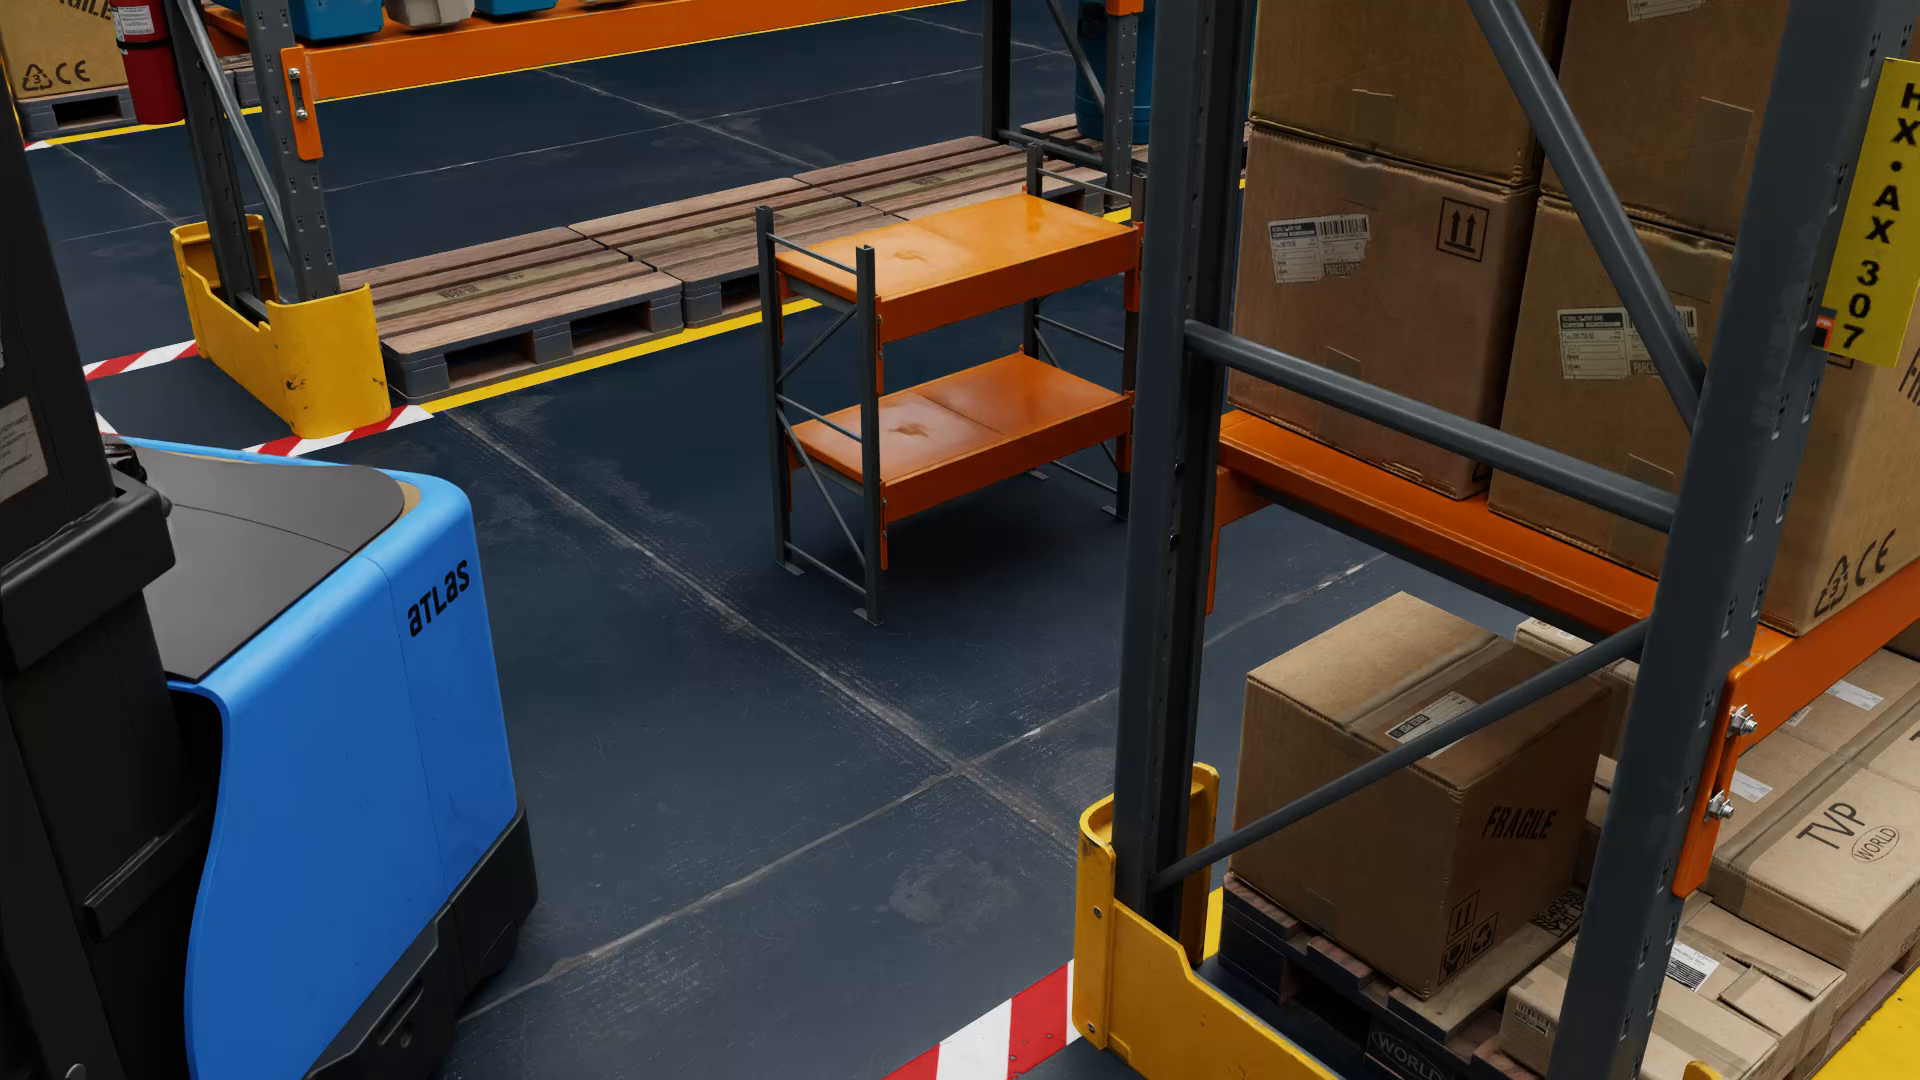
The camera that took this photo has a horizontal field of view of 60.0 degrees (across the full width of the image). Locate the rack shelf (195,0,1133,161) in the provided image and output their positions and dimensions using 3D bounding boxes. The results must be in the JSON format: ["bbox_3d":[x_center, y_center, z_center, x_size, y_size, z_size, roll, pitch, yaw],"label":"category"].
[{"bbox_3d":[-1.036,-2.236,7.014,4.000,0.370,1.077,-22,35,-35],"label":"rack shelf"}]

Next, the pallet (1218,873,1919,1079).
[{"bbox_3d":[1.318,0.799,3.532,1.213,0.211,1.003,-22,35,-35],"label":"pallet"}]

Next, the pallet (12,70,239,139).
[{"bbox_3d":[-5.215,-2.760,10.190,1.213,0.211,1.003,-22,35,-35],"label":"pallet"}]

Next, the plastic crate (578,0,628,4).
[{"bbox_3d":[-1.342,-2.085,6.185,0.298,0.136,0.250,-22,35,-35],"label":"plastic crate"}]

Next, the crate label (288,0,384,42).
[{"bbox_3d":[-2.156,-1.851,5.646,0.303,0.233,0.416,-22,35,-35],"label":"crate label"}]

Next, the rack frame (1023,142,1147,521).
[{"bbox_3d":[0.382,-0.650,5.272,0.032,1.125,0.500,-22,35,-35],"label":"rack frame"}]

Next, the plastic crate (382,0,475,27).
[{"bbox_3d":[-1.859,-1.877,5.796,0.298,0.136,0.250,-22,35,-35],"label":"plastic crate"}]

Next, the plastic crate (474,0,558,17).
[{"bbox_3d":[-1.655,-2.053,6.022,0.300,0.233,0.416,-22,35,-35],"label":"plastic crate"}]

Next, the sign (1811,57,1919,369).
[{"bbox_3d":[1.007,-0.351,1.806,0.005,0.325,0.100,-22,35,-35],"label":"sign"}]

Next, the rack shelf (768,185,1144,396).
[{"bbox_3d":[-0.005,-0.752,4.843,1.000,0.278,0.538,-22,35,-35],"label":"rack shelf"}]

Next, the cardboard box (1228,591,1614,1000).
[{"bbox_3d":[0.908,0.490,3.336,0.500,0.500,0.500,-22,35,-35],"label":"cardboard box"}]

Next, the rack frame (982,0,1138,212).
[{"bbox_3d":[0.485,-3.165,7.990,0.127,3.000,1.000,-22,35,-35],"label":"rack frame"}]

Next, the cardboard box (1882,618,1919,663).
[{"bbox_3d":[2.271,0.096,4.070,0.637,0.503,0.797,-22,35,-35],"label":"cardboard box"}]

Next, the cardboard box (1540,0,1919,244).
[{"bbox_3d":[1.163,-0.690,2.192,0.500,0.500,0.500,-21,34,-33],"label":"cardboard box"}]

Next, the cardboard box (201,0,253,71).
[{"bbox_3d":[-4.645,-3.468,10.366,0.875,0.875,0.875,-22,35,-35],"label":"cardboard box"}]

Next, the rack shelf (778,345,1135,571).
[{"bbox_3d":[-0.005,-0.278,5.096,1.000,0.278,0.538,-22,35,-35],"label":"rack shelf"}]

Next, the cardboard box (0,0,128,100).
[{"bbox_3d":[-5.338,-3.190,9.845,0.875,0.875,0.875,-22,35,-35],"label":"cardboard box"}]

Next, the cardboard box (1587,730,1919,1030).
[{"bbox_3d":[1.632,0.637,3.326,0.500,0.250,0.500,-22,35,-35],"label":"cardboard box"}]

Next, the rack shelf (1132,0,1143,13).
[{"bbox_3d":[2.007,-3.459,9.304,4.000,0.370,1.077,-22,35,-35],"label":"rack shelf"}]

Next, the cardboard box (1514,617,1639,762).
[{"bbox_3d":[1.650,0.320,3.919,0.500,0.250,0.500,-22,35,-35],"label":"cardboard box"}]

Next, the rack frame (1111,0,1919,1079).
[{"bbox_3d":[0.654,-0.164,2.374,0.127,3.000,1.000,-22,35,-35],"label":"rack frame"}]

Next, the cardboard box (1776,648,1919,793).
[{"bbox_3d":[2.013,0.484,3.612,0.500,0.250,0.500,-22,35,-35],"label":"cardboard box"}]

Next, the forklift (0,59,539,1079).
[{"bbox_3d":[-1.796,0.147,1.866,1.130,2.935,3.031,7,29,13],"label":"forklift"}]

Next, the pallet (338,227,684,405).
[{"bbox_3d":[-1.905,-0.950,6.803,1.213,0.211,1.003,-22,35,-35],"label":"pallet"}]

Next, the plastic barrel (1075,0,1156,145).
[{"bbox_3d":[0.910,-2.585,8.685,0.708,0.901,0.600,-22,35,-35],"label":"plastic barrel"}]

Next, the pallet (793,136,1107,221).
[{"bbox_3d":[-0.049,-1.696,8.200,1.213,0.211,1.003,-22,35,-35],"label":"pallet"}]

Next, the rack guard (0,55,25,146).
[{"bbox_3d":[-5.791,-2.607,9.598,0.348,0.500,1.175,-22,35,-35],"label":"rack guard"}]

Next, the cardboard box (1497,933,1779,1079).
[{"bbox_3d":[1.196,0.895,2.952,0.250,0.149,0.380,-22,35,-35],"label":"cardboard box"}]

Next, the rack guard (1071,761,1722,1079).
[{"bbox_3d":[0.712,0.915,3.007,0.348,0.500,1.175,-22,35,-35],"label":"rack guard"}]

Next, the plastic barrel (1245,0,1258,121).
[{"bbox_3d":[1.449,-2.801,9.090,0.708,0.901,0.600,-22,35,-35],"label":"plastic barrel"}]

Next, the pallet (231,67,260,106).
[{"bbox_3d":[-4.287,-3.131,10.885,1.213,0.211,1.003,-22,35,-35],"label":"pallet"}]

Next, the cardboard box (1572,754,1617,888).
[{"bbox_3d":[1.275,0.545,3.586,0.250,0.166,0.380,-22,35,-35],"label":"cardboard box"}]

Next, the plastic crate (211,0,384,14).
[{"bbox_3d":[-2.424,-2.153,5.994,0.499,0.435,0.616,-22,35,-35],"label":"plastic crate"}]

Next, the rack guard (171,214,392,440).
[{"bbox_3d":[-2.568,-0.827,6.267,0.348,0.500,1.175,-22,35,-35],"label":"rack guard"}]

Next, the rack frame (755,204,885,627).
[{"bbox_3d":[-0.392,-0.339,4.690,0.032,1.125,0.500,-22,35,-35],"label":"rack frame"}]

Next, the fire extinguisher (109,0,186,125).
[{"bbox_3d":[-2.967,-1.859,6.025,0.183,0.674,0.296,-22,35,-35],"label":"fire extinguisher"}]

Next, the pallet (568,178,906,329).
[{"bbox_3d":[-0.978,-1.321,7.498,1.213,0.211,1.003,-22,35,-35],"label":"pallet"}]

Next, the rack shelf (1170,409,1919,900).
[{"bbox_3d":[2.176,-0.458,3.689,4.000,0.370,1.077,-22,35,-35],"label":"rack shelf"}]

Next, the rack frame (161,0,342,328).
[{"bbox_3d":[-2.558,-1.941,5.700,0.127,3.000,1.000,-22,35,-35],"label":"rack frame"}]

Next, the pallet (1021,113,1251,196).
[{"bbox_3d":[1.099,-2.156,9.061,1.213,0.211,1.003,-22,35,-35],"label":"pallet"}]

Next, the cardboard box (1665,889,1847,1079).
[{"bbox_3d":[1.386,0.810,3.091,0.250,0.166,0.380,-22,35,-35],"label":"cardboard box"}]

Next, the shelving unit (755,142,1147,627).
[{"bbox_3d":[-0.005,-0.494,4.981,1.048,1.125,0.538,-22,35,-35],"label":"shelving unit"}]

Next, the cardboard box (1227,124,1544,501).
[{"bbox_3d":[0.818,-0.443,2.790,0.500,0.500,0.500,-21,34,-33],"label":"cardboard box"}]

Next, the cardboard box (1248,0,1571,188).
[{"bbox_3d":[0.814,-0.884,2.554,0.500,0.500,0.500,-22,35,-35],"label":"cardboard box"}]

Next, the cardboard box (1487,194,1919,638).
[{"bbox_3d":[1.163,-0.249,2.428,0.500,0.500,0.500,-21,35,-34],"label":"cardboard box"}]
